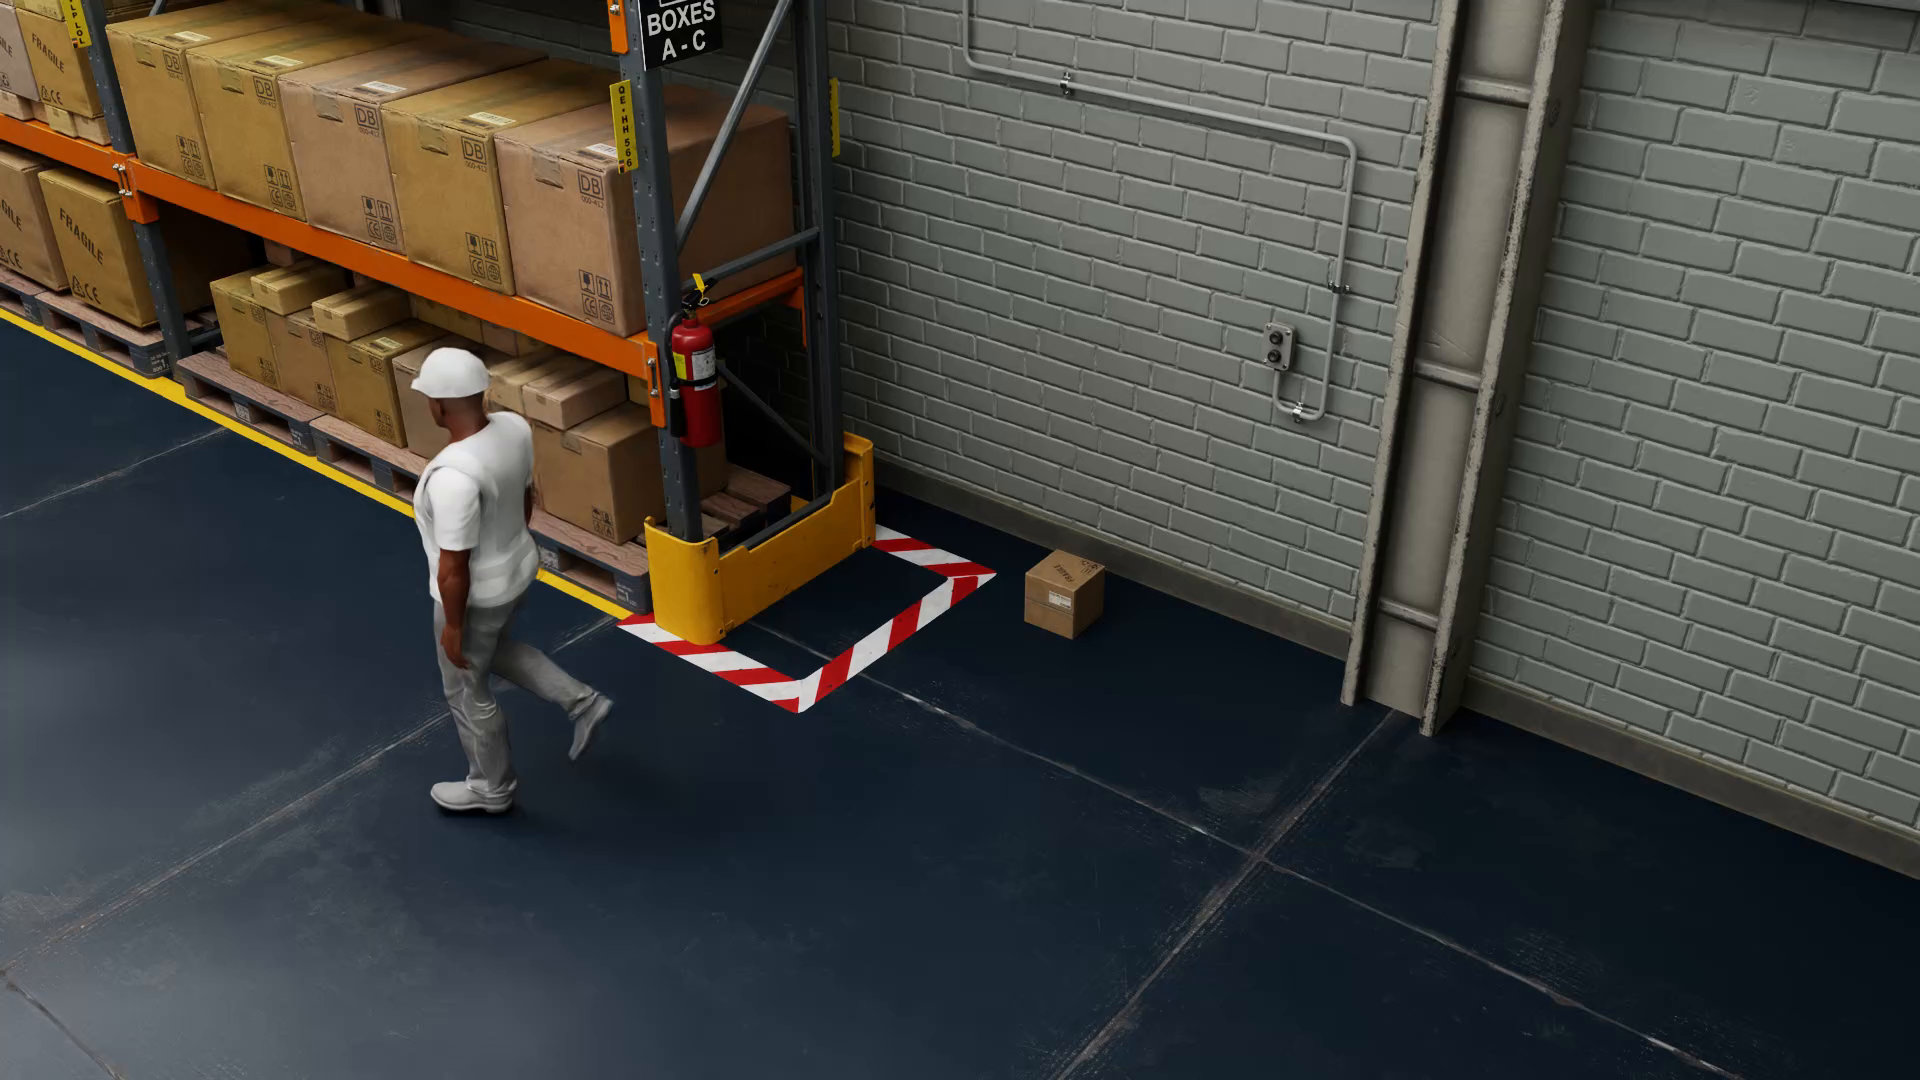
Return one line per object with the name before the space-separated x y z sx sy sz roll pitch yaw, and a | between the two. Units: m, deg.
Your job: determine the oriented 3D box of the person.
person | -1.612 0.152 5.823 0.633 1.752 0.597 6 31 10
